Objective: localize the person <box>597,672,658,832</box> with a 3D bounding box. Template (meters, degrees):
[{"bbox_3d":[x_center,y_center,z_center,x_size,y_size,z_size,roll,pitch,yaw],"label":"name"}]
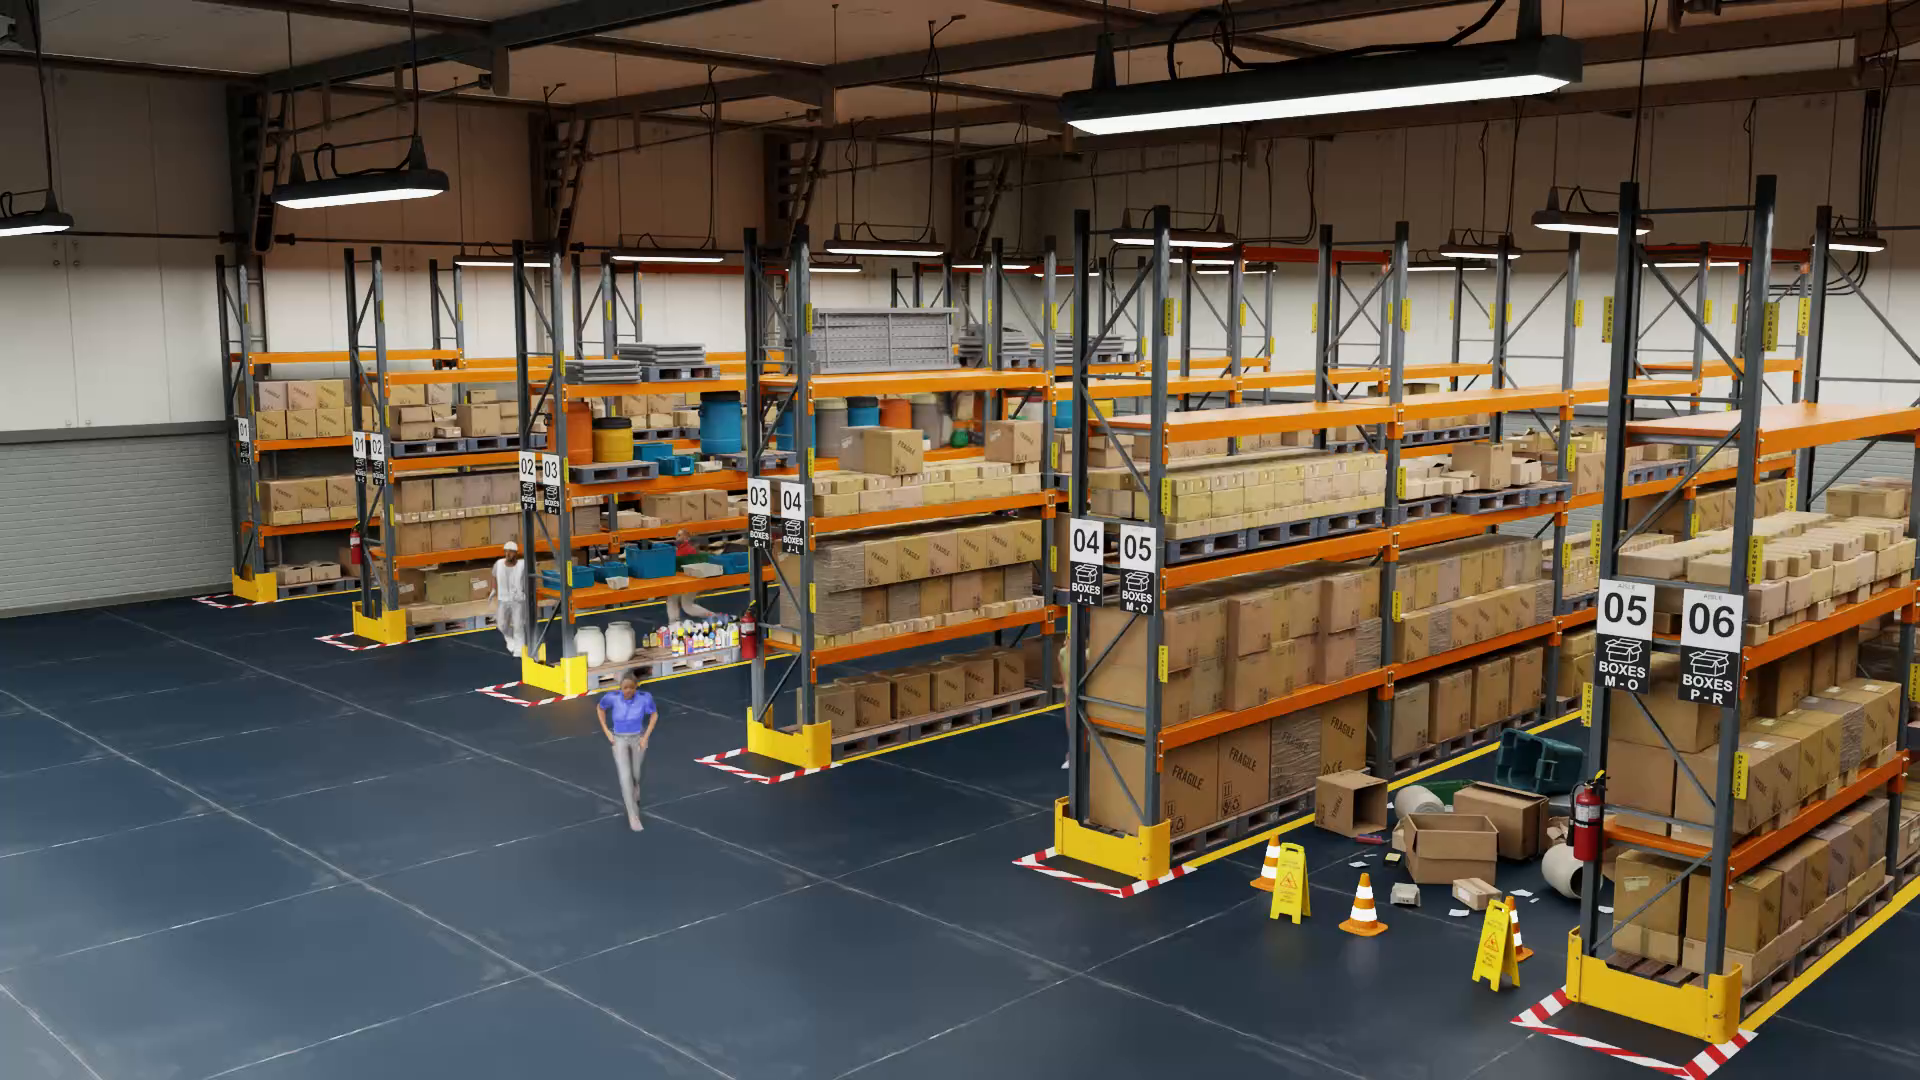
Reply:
[{"bbox_3d":[-3.336,2.056,16.747,0.600,1.601,0.954,-1,8,-9],"label":"person"}]

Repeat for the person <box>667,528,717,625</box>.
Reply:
[{"bbox_3d":[-4.254,0.699,25.830,0.915,1.633,0.690,-5,10,-34],"label":"person"}]

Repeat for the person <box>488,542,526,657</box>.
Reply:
[{"bbox_3d":[-6.550,0.880,24.221,0.688,1.727,0.632,0,8,2],"label":"person"}]

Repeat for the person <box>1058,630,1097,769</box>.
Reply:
[{"bbox_3d":[1.387,1.756,18.744,0.577,1.613,0.781,4,9,28],"label":"person"}]
